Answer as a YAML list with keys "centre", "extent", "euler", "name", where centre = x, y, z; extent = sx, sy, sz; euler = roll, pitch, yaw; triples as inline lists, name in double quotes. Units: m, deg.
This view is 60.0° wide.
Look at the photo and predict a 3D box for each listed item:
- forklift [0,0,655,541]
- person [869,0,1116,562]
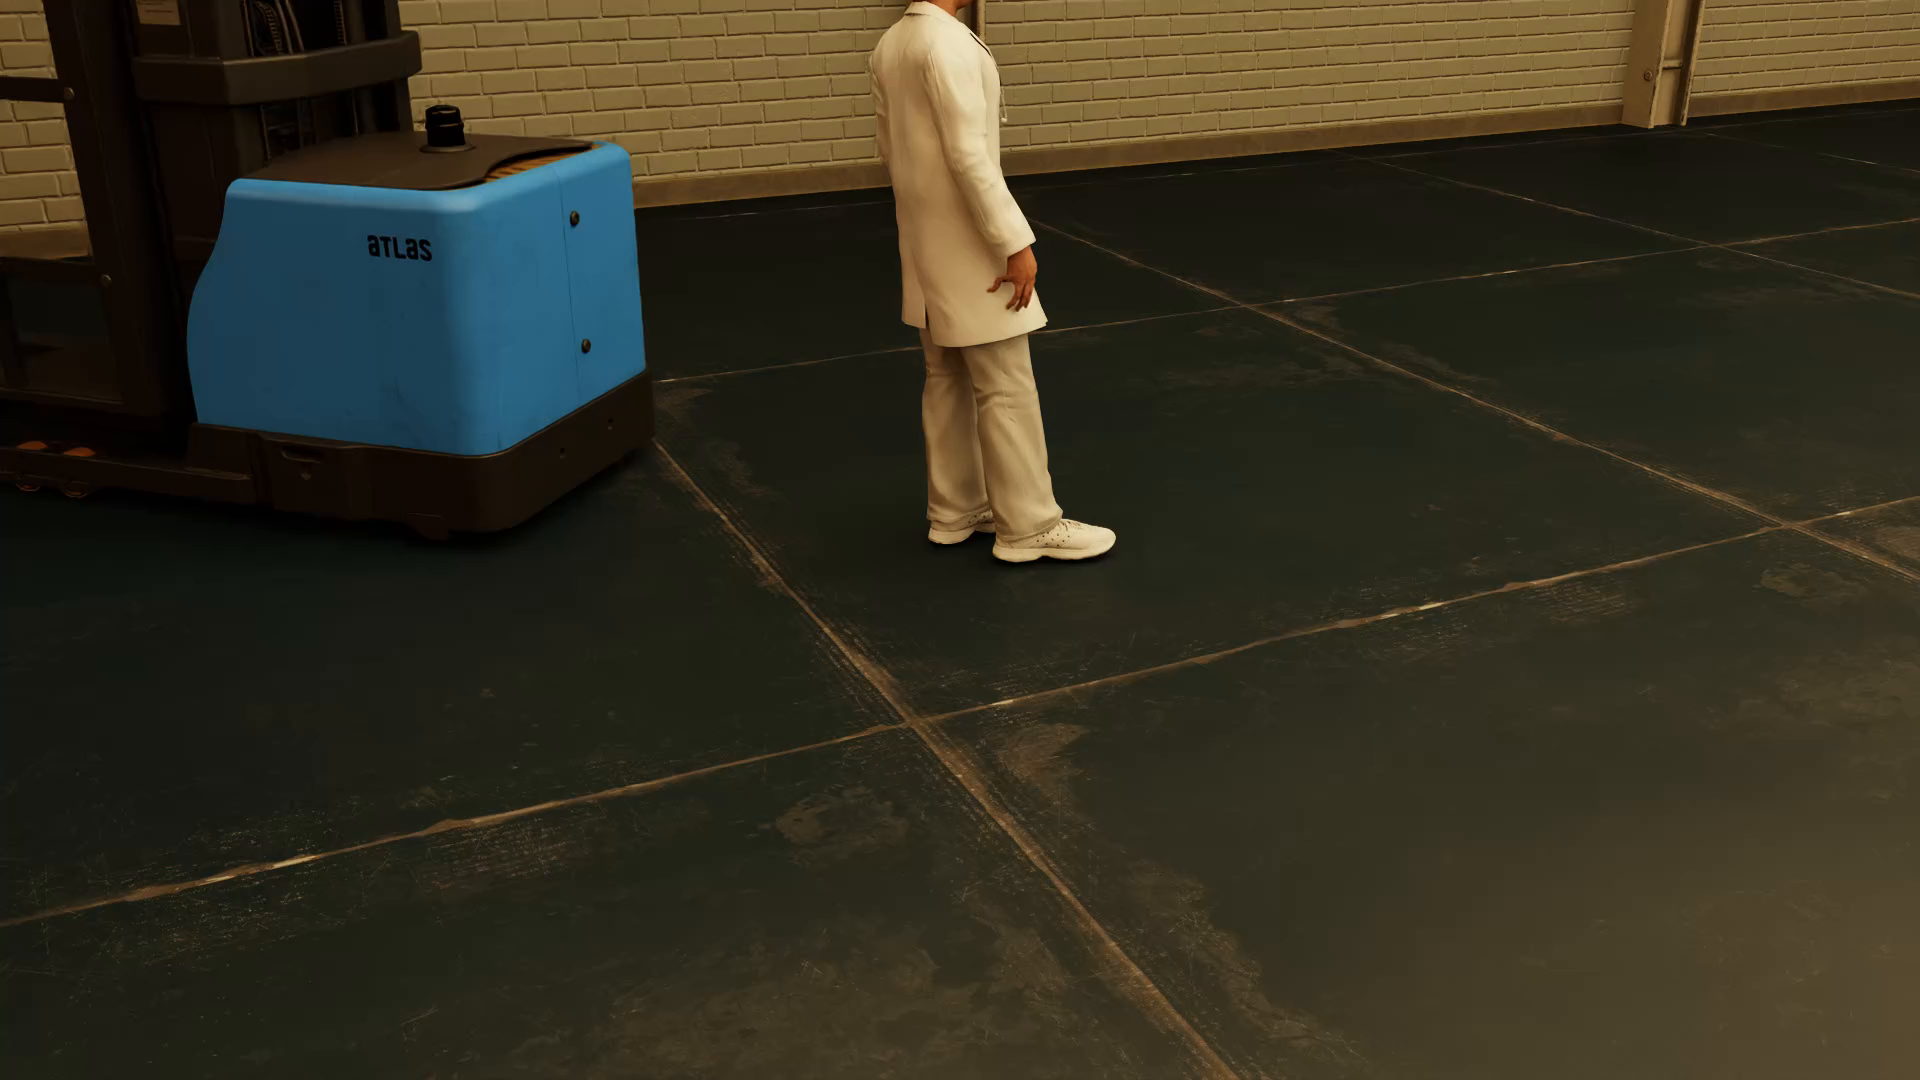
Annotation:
- centre: [-2.638, -1.671, 5.309]
  extent: [3.031, 2.935, 1.130]
  euler: [7, 24, 17]
  name: "forklift"
- centre: [0.085, -0.841, 4.796]
  extent: [0.577, 1.779, 0.698]
  euler: [-10, 25, -23]
  name: "person"
